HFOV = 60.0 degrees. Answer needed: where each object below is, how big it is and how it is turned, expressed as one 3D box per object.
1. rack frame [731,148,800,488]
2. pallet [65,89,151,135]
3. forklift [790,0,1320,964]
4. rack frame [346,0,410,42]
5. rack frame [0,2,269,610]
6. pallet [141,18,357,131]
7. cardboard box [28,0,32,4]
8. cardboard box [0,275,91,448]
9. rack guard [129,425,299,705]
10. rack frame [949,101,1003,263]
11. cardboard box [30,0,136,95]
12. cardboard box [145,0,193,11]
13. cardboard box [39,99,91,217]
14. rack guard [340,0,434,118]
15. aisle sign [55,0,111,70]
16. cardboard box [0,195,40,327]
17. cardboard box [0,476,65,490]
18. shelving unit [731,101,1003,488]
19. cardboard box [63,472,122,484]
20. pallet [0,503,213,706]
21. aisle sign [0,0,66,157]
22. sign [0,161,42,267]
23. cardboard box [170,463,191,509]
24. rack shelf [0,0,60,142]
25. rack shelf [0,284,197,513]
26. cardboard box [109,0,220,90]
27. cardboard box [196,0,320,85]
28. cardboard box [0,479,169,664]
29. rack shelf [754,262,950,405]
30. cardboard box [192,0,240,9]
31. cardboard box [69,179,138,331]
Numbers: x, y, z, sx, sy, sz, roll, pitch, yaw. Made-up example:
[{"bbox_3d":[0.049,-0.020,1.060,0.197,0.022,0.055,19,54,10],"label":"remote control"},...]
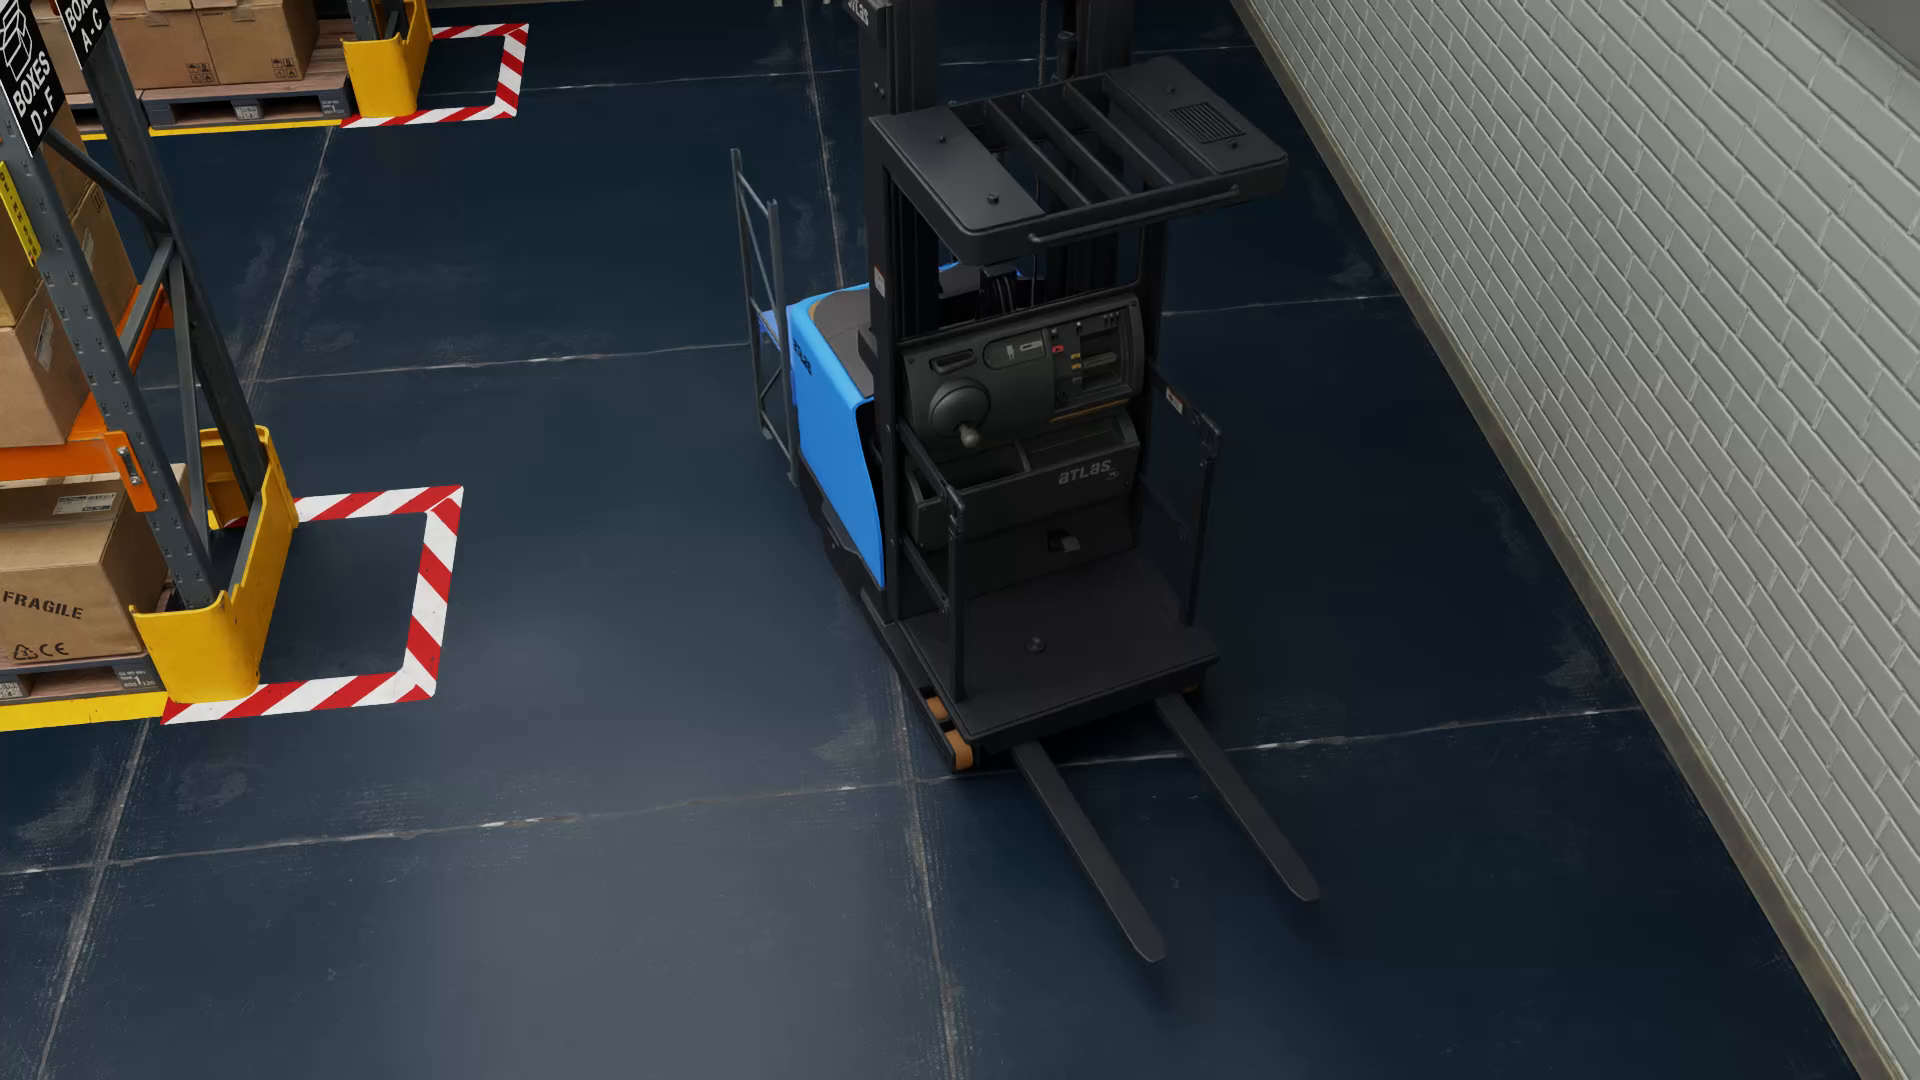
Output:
[{"bbox_3d":[-0.857,-0.955,7.405,0.032,1.500,0.500,-17,45,-18],"label":"rack frame"},{"bbox_3d":[-5.671,-2.882,10.503,1.213,0.211,1.003,-5,42,-6],"label":"pallet"},{"bbox_3d":[0.330,-0.523,5.857,1.130,2.935,3.031,-17,45,-18],"label":"forklift"},{"bbox_3d":[-3.681,-4.143,9.818,0.127,3.000,1.000,-5,42,-6],"label":"rack frame"},{"bbox_3d":[-3.036,-0.853,6.171,0.127,3.000,1.000,-5,42,-6],"label":"rack frame"},{"bbox_3d":[-4.464,-2.986,10.618,1.213,0.211,1.003,-5,42,-6],"label":"pallet"},{"bbox_3d":[-5.885,-3.104,10.220,0.500,0.500,0.700,-4,42,-5],"label":"cardboard box"},{"bbox_3d":[-3.444,-0.671,5.894,0.500,0.500,0.500,-4,42,-4],"label":"cardboard box"},{"bbox_3d":[-3.111,0.082,7.001,0.348,0.500,1.175,-5,42,-6],"label":"rack guard"},{"bbox_3d":[0.067,-1.239,7.719,0.032,1.500,0.500,-17,45,-18],"label":"rack frame"},{"bbox_3d":[-5.357,-3.156,10.277,0.500,0.500,0.700,-6,42,-7],"label":"cardboard box"},{"bbox_3d":[-4.720,-3.329,9.985,0.250,0.149,0.380,-4,42,-4],"label":"cardboard box"},{"bbox_3d":[-3.510,-1.398,5.954,0.500,0.500,0.500,-4,42,-4],"label":"cardboard box"},{"bbox_3d":[-3.658,-3.217,10.658,0.348,0.500,1.175,-5,42,-6],"label":"rack guard"},{"bbox_3d":[-3.006,-2.019,5.523,0.004,0.787,0.394,-5,42,-6],"label":"aisle sign"},{"bbox_3d":[-3.441,-1.040,5.558,0.500,0.500,0.500,-5,42,-6],"label":"cardboard box"},{"bbox_3d":[-4.107,-0.093,7.053,0.500,0.250,0.500,-5,42,-6],"label":"cardboard box"},{"bbox_3d":[-0.395,-1.097,7.562,1.048,1.500,0.538,-17,45,-18],"label":"shelving unit"},{"bbox_3d":[-3.743,-0.135,7.162,0.250,0.166,0.380,-5,42,-6],"label":"cardboard box"},{"bbox_3d":[-3.901,0.259,7.021,1.213,0.211,1.003,-5,42,-6],"label":"pallet"},{"bbox_3d":[-2.928,-1.621,5.082,0.004,0.787,0.394,-5,42,-6],"label":"aisle sign"},{"bbox_3d":[-2.983,-1.030,5.267,0.005,0.325,0.100,-5,42,-6],"label":"sign"},{"bbox_3d":[-3.495,-0.150,7.192,0.250,0.149,0.380,-5,42,-6],"label":"cardboard box"},{"bbox_3d":[-5.019,-1.526,5.215,4.000,0.370,1.077,-5,42,-6],"label":"rack shelf"},{"bbox_3d":[-5.019,-0.412,6.220,4.000,0.370,1.077,-5,42,-6],"label":"rack shelf"},{"bbox_3d":[-4.859,-3.200,10.326,0.500,0.500,0.700,-5,42,-6],"label":"cardboard box"},{"bbox_3d":[-4.363,-3.243,10.374,0.500,0.500,0.700,-5,42,-6],"label":"cardboard box"},{"bbox_3d":[-3.543,0.123,6.628,0.500,0.500,0.500,-5,42,-6],"label":"cardboard box"},{"bbox_3d":[-0.395,-0.964,7.682,1.000,0.185,0.538,-17,45,-18],"label":"rack shelf"},{"bbox_3d":[-4.466,-3.352,10.010,0.250,0.149,0.380,-5,42,-6],"label":"cardboard box"},{"bbox_3d":[-3.510,-1.027,6.289,0.500,0.500,0.500,-4,42,-5],"label":"cardboard box"}]
